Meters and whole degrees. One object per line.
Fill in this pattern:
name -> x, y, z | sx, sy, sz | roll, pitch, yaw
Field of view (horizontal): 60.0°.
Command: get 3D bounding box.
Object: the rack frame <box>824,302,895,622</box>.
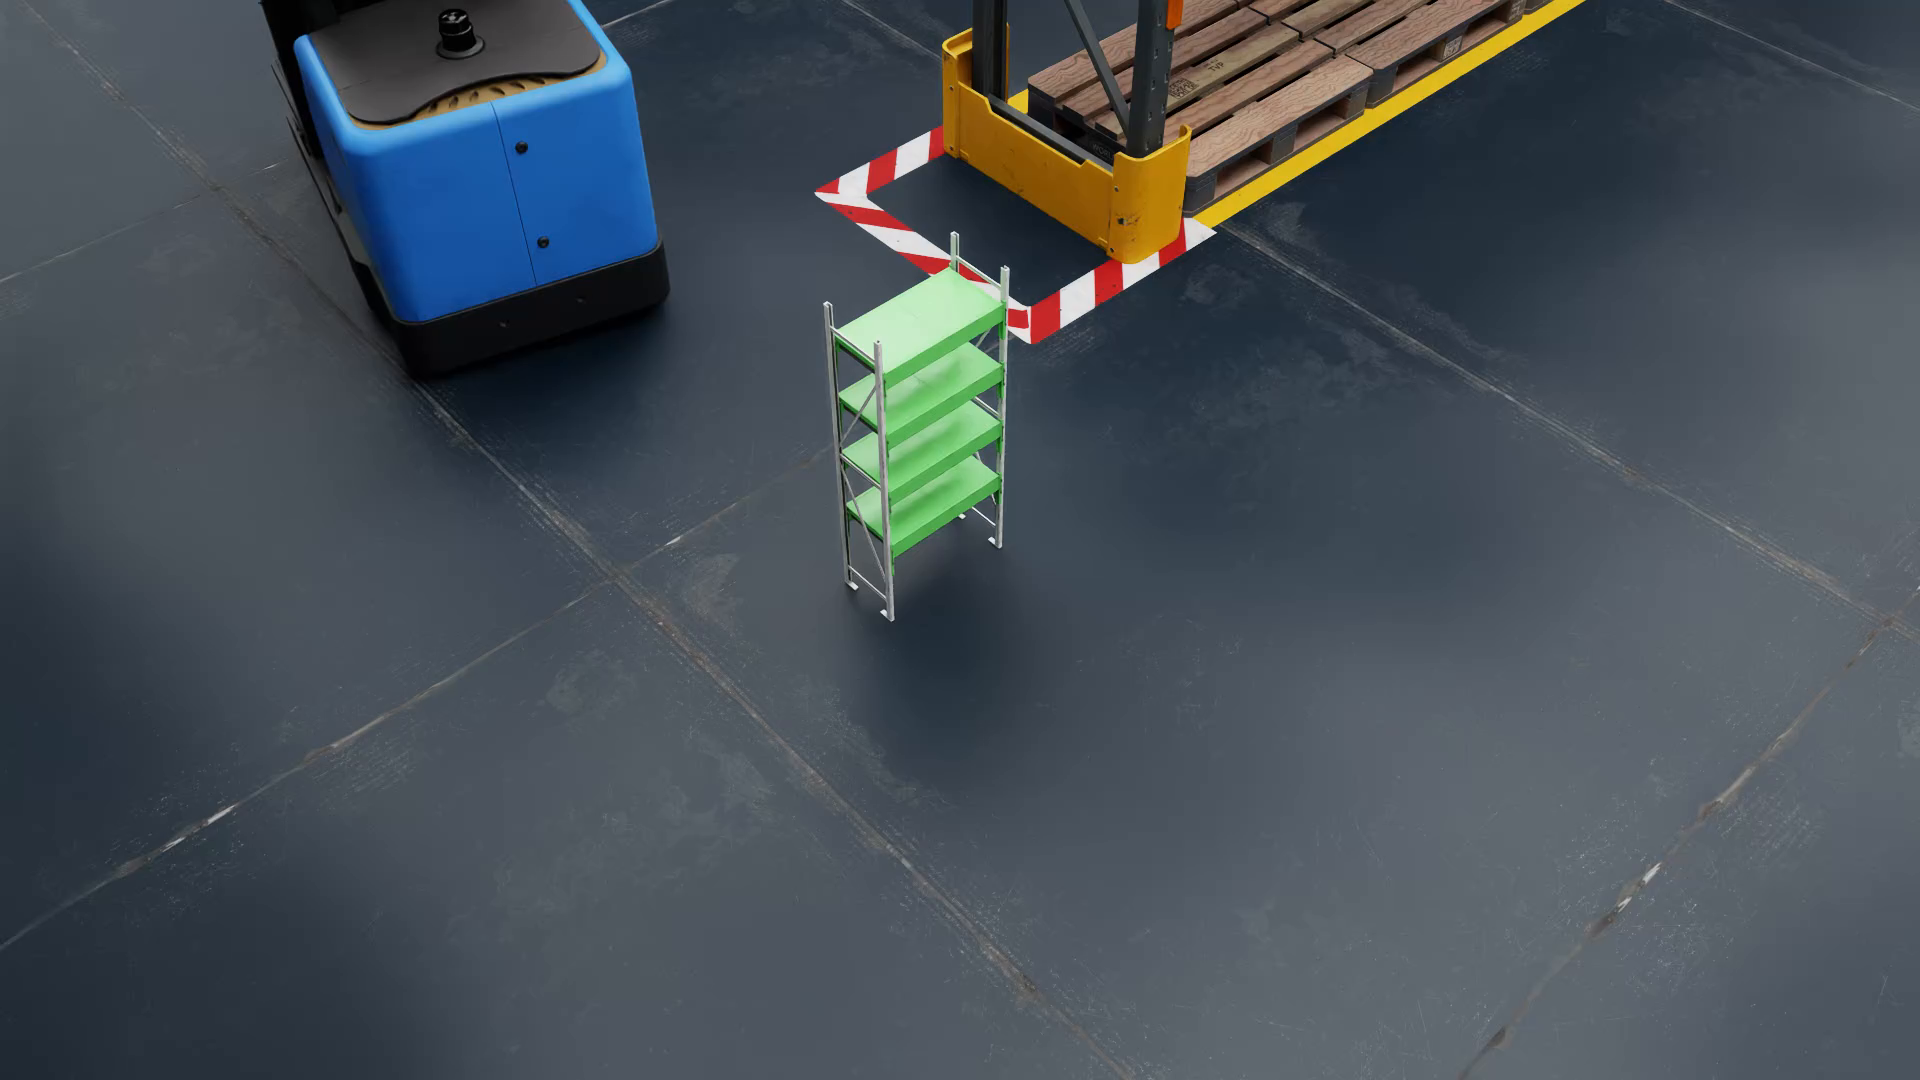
rack frame -> -0.303, -0.204, 5.122 | 0.015, 1.200, 0.240 | -34, 56, -27

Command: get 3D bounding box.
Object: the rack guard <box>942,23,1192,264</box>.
rack guard -> 0.420, -1.677, 6.958 | 0.348, 0.500, 1.175 | -34, 56, -27

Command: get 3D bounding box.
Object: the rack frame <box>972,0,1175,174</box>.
rack frame -> 0.429, -2.544, 6.056 | 0.127, 3.000, 1.000 | -34, 56, -27

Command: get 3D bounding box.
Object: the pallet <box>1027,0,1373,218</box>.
pallet -> 1.065, -1.985, 7.438 | 1.213, 0.211, 1.003 | -34, 56, -27

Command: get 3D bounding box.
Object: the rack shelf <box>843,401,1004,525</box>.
rack shelf -> -0.122, -0.282, 5.280 | 0.480, 0.148, 0.258 | -34, 56, -27

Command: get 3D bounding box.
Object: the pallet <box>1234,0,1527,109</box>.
pallet -> 1.968, -2.585, 7.992 | 1.213, 0.211, 1.003 | -34, 56, -27

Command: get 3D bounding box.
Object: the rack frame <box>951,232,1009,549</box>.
rack frame -> 0.058, -0.446, 5.345 | 0.015, 1.200, 0.240 | -34, 56, -27

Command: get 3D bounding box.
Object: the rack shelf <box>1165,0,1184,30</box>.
rack shelf -> 1.909, -3.289, 7.233 | 4.000, 0.370, 1.077 | -34, 56, -27

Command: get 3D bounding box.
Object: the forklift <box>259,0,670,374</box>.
forklift -> -2.279, -2.702, 6.248 | 1.130, 2.935, 3.031 | -21, 51, -19

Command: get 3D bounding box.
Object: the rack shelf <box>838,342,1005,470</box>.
rack shelf -> -0.122, -0.444, 5.104 | 0.480, 0.148, 0.258 | -34, 56, -27

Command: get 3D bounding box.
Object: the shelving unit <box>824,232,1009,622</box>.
shelving unit -> -0.122, -0.325, 5.234 | 0.503, 1.200, 0.258 | -34, 56, -27

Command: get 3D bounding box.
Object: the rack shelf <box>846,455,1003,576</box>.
rack shelf -> -0.122, -0.119, 5.457 | 0.480, 0.148, 0.258 | -34, 56, -27

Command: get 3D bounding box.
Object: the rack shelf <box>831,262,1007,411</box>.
rack shelf -> -0.122, -0.607, 4.928 | 0.480, 0.148, 0.258 | -34, 56, -27

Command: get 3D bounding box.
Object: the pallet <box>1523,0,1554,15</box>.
pallet -> 2.871, -3.191, 8.551 | 1.213, 0.211, 1.003 | -34, 56, -27
